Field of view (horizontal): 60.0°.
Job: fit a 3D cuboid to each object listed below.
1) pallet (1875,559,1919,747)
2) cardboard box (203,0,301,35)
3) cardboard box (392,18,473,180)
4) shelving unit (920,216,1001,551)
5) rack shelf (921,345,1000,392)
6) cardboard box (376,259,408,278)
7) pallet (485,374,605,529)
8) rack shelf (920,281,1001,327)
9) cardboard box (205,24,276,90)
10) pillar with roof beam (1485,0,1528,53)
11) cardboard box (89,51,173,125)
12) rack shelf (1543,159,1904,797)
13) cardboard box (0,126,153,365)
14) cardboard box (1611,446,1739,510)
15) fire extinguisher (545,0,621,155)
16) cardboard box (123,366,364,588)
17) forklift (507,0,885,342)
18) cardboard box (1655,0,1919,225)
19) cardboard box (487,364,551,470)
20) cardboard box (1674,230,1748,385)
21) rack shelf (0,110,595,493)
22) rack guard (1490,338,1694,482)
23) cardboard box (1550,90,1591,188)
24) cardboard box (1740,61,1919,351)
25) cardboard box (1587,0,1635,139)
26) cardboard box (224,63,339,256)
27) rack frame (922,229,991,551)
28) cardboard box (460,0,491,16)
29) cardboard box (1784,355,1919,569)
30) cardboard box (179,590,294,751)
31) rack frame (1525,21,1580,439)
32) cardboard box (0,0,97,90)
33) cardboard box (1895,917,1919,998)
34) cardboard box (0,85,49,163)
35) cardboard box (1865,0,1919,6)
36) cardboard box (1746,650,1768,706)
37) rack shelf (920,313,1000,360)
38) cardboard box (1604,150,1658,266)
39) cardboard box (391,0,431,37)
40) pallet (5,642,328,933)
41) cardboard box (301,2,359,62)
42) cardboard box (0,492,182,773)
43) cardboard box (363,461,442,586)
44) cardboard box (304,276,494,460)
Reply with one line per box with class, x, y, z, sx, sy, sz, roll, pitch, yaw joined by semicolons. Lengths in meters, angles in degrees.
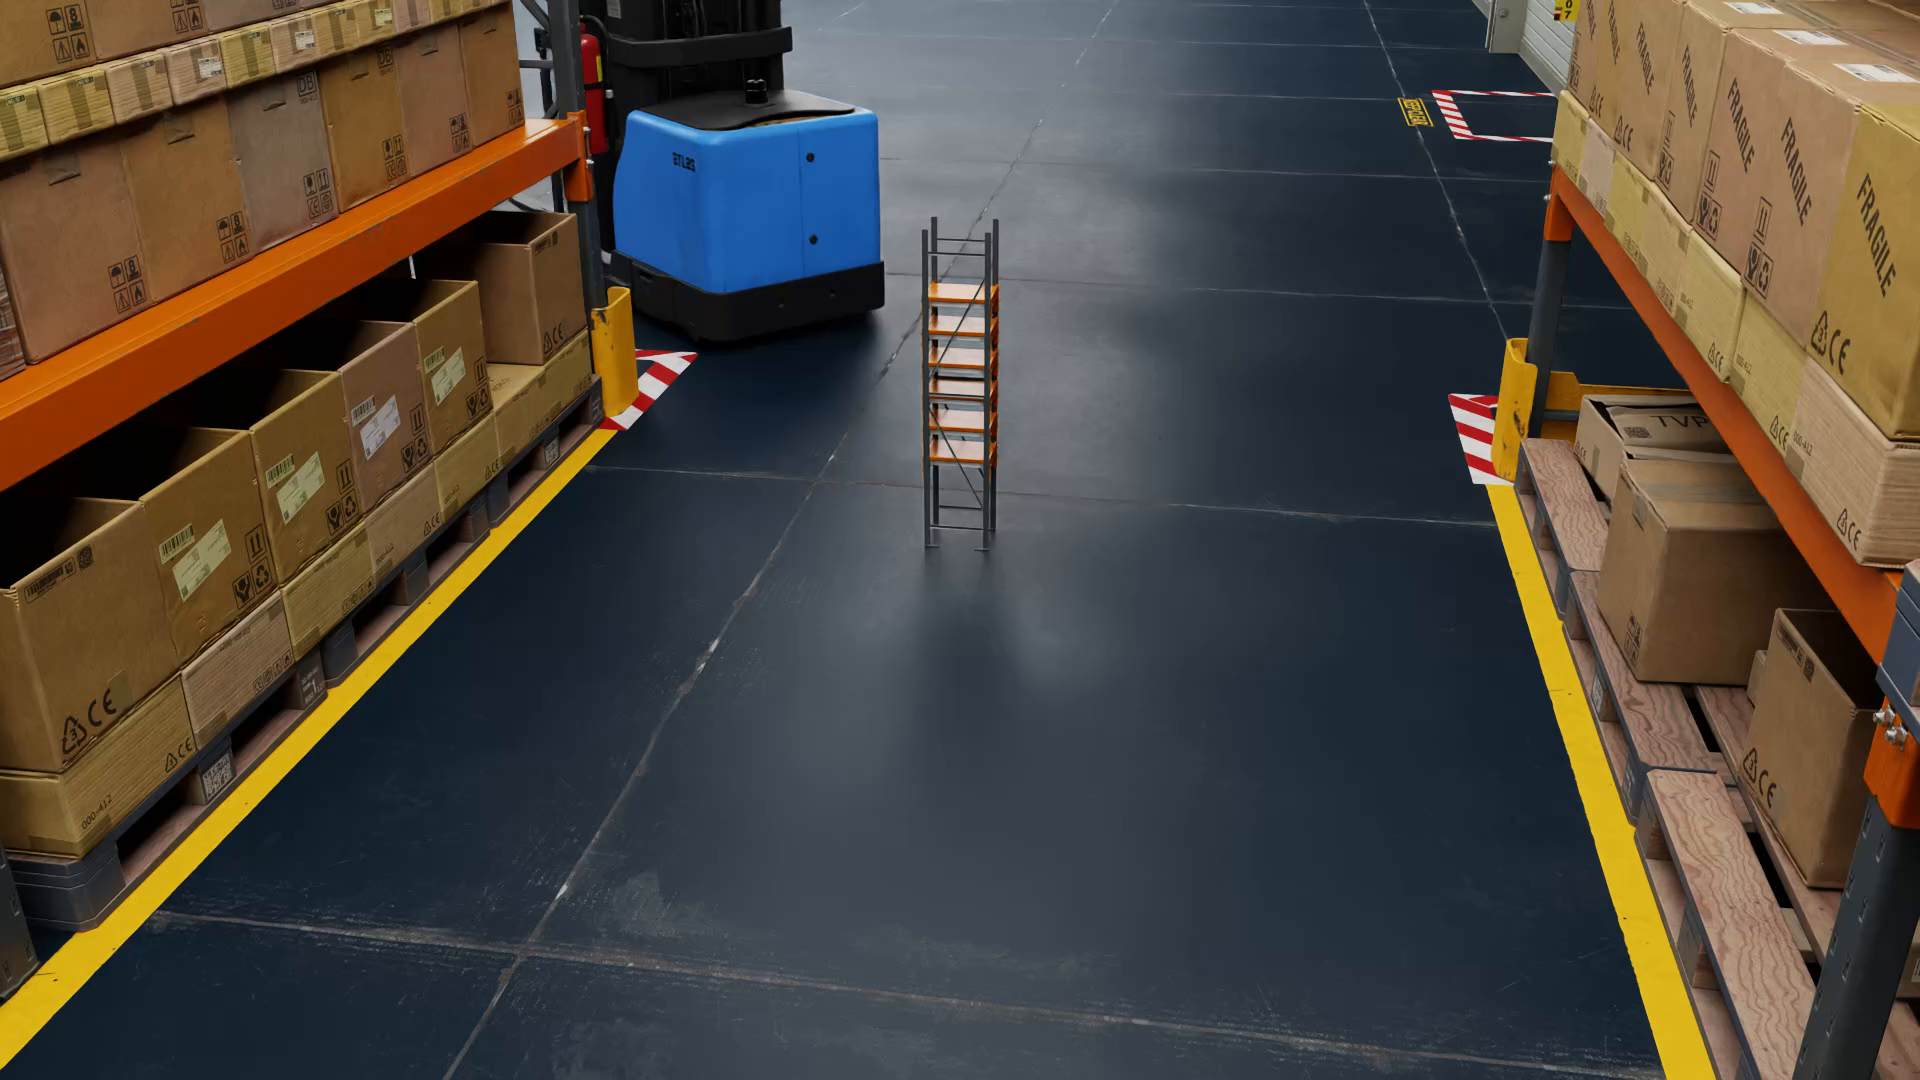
pallet;1.887;0.408;2.067;1.003;0.211;1.213;4;25;9
cardboard box;-2.420;-1.779;4.864;0.700;0.500;0.500;4;25;9
cardboard box;-2.249;-1.634;6.085;0.700;0.500;0.500;5;25;10
shelving unit;0.002;-0.549;6.009;0.258;1.200;0.189;4;25;9
rack shelf;0.002;-0.618;5.977;0.258;0.103;0.180;4;25;9
cardboard box;-2.466;-0.870;6.433;0.500;0.500;0.500;4;25;9
pallet;-2.162;-0.418;6.893;1.003;0.211;1.213;4;25;9
rack shelf;0.002;-0.835;5.875;0.258;0.103;0.180;4;25;9
cardboard box;-2.248;-1.417;4.855;0.380;0.149;0.250;4;25;8
pillar with roof beam;1.262;-9.343;15.596;9.100;9.000;0.400;4;25;9
cardboard box;-2.332;-1.196;4.383;0.380;0.149;0.250;3;25;7
rack shelf;2.482;-0.499;4.627;1.077;0.370;4.000;4;25;9
cardboard box;-2.586;-0.783;4.266;0.700;0.500;0.500;4;25;8
cardboard box;2.514;-0.122;5.624;0.500;0.311;0.500;6;26;13
fire extinguisher;-1.601;-1.986;7.045;0.296;0.674;0.183;4;25;9
cardboard box;-2.184;-0.205;5.014;0.500;0.500;0.500;4;25;9
forklift;-1.686;-2.864;8.912;1.130;2.935;3.031;-18;30;-33
cardboard box;2.181;-1.125;4.384;0.500;0.500;0.500;5;26;10
cardboard box;-1.945;-0.494;6.514;0.500;0.250;0.500;4;25;9
cardboard box;2.090;-0.568;4.079;0.500;0.250;0.500;4;25;8
rack shelf;-2.406;-0.841;5.357;1.077;0.370;4.000;4;25;9
rack guard;2.797;-0.498;6.724;1.175;0.500;0.348;4;25;9
cardboard box;2.416;-1.421;5.900;0.500;0.250;0.500;3;25;7
cardboard box;2.003;-0.698;3.471;0.500;0.500;0.500;4;25;8
cardboard box;2.344;-1.558;5.308;0.500;0.500;0.500;4;25;9
cardboard box;-2.418;-1.207;5.172;0.700;0.500;0.500;5;26;10
rack frame;-0.013;-0.511;5.927;0.240;1.200;0.006;4;25;9
cardboard box;-1.995;-2.060;6.229;0.380;0.149;0.250;5;25;10
cardboard box;1.934;-0.149;3.183;0.500;0.250;0.500;4;25;9
cardboard box;-2.271;0.343;4.727;0.500;0.250;0.500;4;25;9
rack frame;2.809;-1.662;6.262;1.000;3.000;0.127;4;25;9
cardboard box;-2.585;-1.361;3.970;0.700;0.500;0.500;4;25;8
cardboard box;2.213;0.869;3.678;0.380;0.166;0.250;1;25;2
cardboard box;-2.416;-0.982;3.926;0.380;0.149;0.250;3;25;7
cardboard box;2.769;-1.304;4.767;0.500;0.500;0.500;3;25;7
cardboard box;2.436;0.436;4.625;0.380;0.149;0.250;2;25;4
rack shelf;0.002;-0.727;5.926;0.258;0.103;0.180;4;25;9
cardboard box;2.256;-0.990;4.980;0.500;0.250;0.500;4;25;8
cardboard box;-2.080;-1.848;5.776;0.380;0.149;0.250;4;25;9
pallet;-2.561;0.603;4.713;1.003;0.211;1.213;4;25;9
cardboard box;-2.163;-1.628;5.306;0.380;0.149;0.250;5;25;10
cardboard box;-2.348;0.213;4.121;0.500;0.500;0.500;4;25;9
cardboard box;-2.108;-0.075;5.621;0.500;0.250;0.500;4;25;9
cardboard box;-2.022;-0.624;5.908;0.500;0.500;0.500;4;25;9
